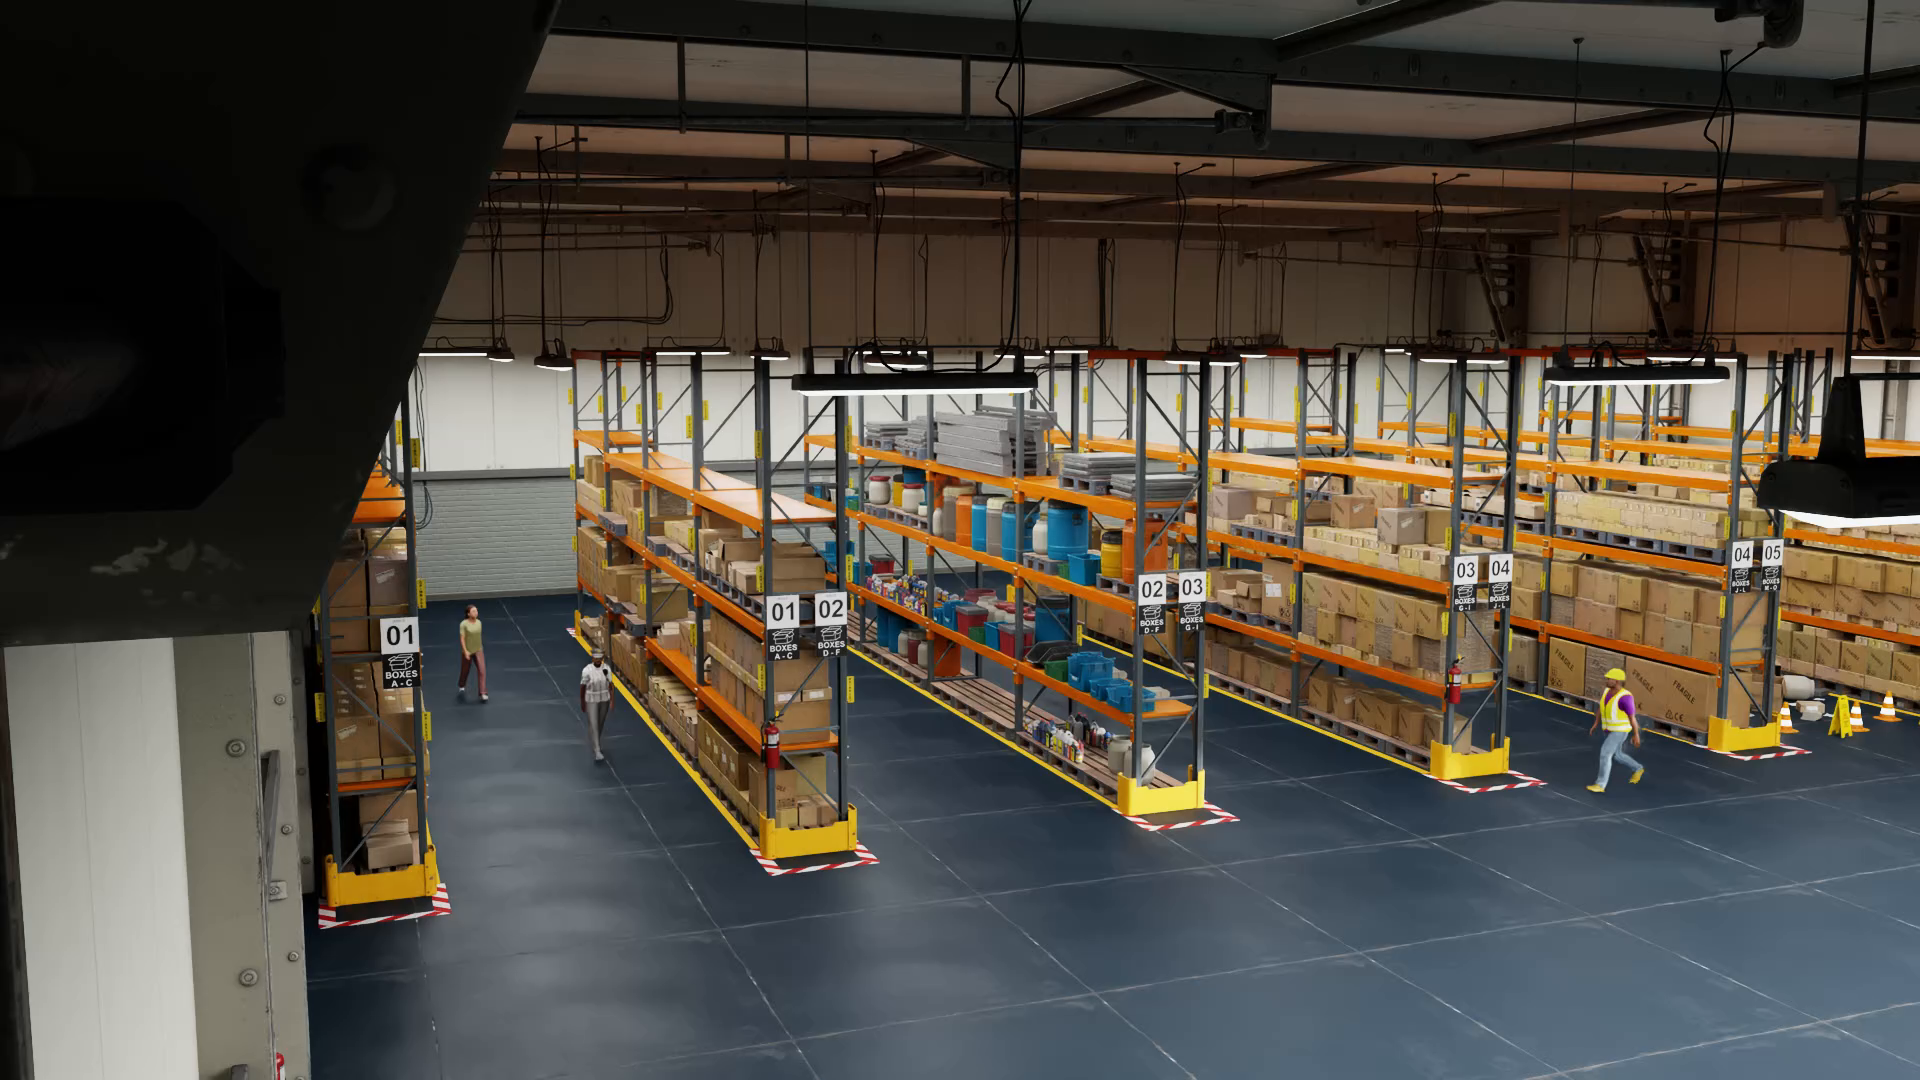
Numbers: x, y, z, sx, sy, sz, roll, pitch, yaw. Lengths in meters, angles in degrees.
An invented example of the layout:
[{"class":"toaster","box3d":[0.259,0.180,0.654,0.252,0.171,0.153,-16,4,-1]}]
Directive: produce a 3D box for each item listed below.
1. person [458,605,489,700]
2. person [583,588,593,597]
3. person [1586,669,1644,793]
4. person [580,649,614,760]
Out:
[{"class":"person","box3d":[-8.473,1.928,28.831,0.411,1.624,1.019,-4,8,-31]},{"class":"person","box3d":[-8.463,0.580,39.408,1.052,1.726,0.522,0,7,2]},{"class":"person","box3d":[9.120,2.625,23.050,1.068,1.715,0.647,-2,7,-16]},{"class":"person","box3d":[-5.394,2.417,24.863,0.469,1.623,0.970,-5,9,-34]}]
